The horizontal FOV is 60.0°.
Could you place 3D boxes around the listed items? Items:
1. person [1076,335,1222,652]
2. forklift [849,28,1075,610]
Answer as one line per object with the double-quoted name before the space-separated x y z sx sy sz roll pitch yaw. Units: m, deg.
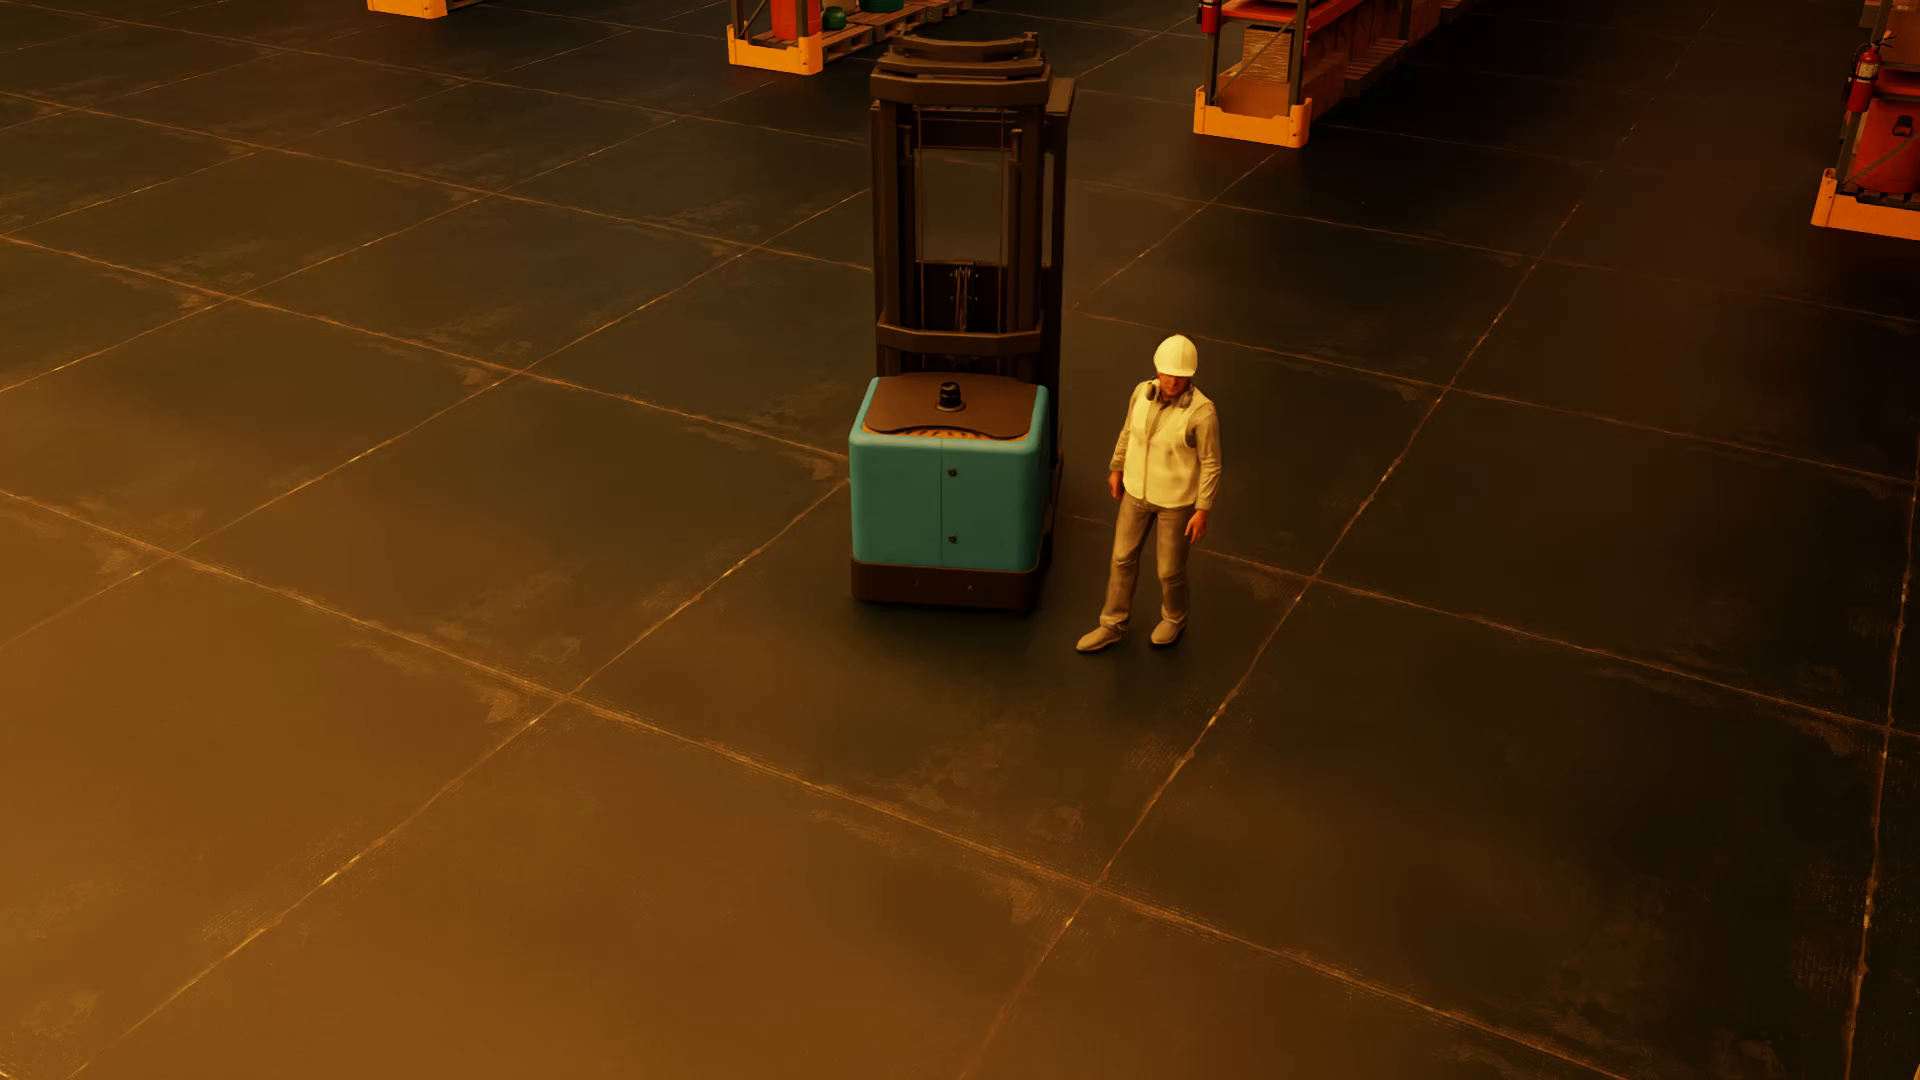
"person" 0.985 -0.205 8.603 0.694 1.760 0.646 22 37 33
"forklift" 0.078 -1.596 9.837 1.130 2.935 3.031 3 30 6
